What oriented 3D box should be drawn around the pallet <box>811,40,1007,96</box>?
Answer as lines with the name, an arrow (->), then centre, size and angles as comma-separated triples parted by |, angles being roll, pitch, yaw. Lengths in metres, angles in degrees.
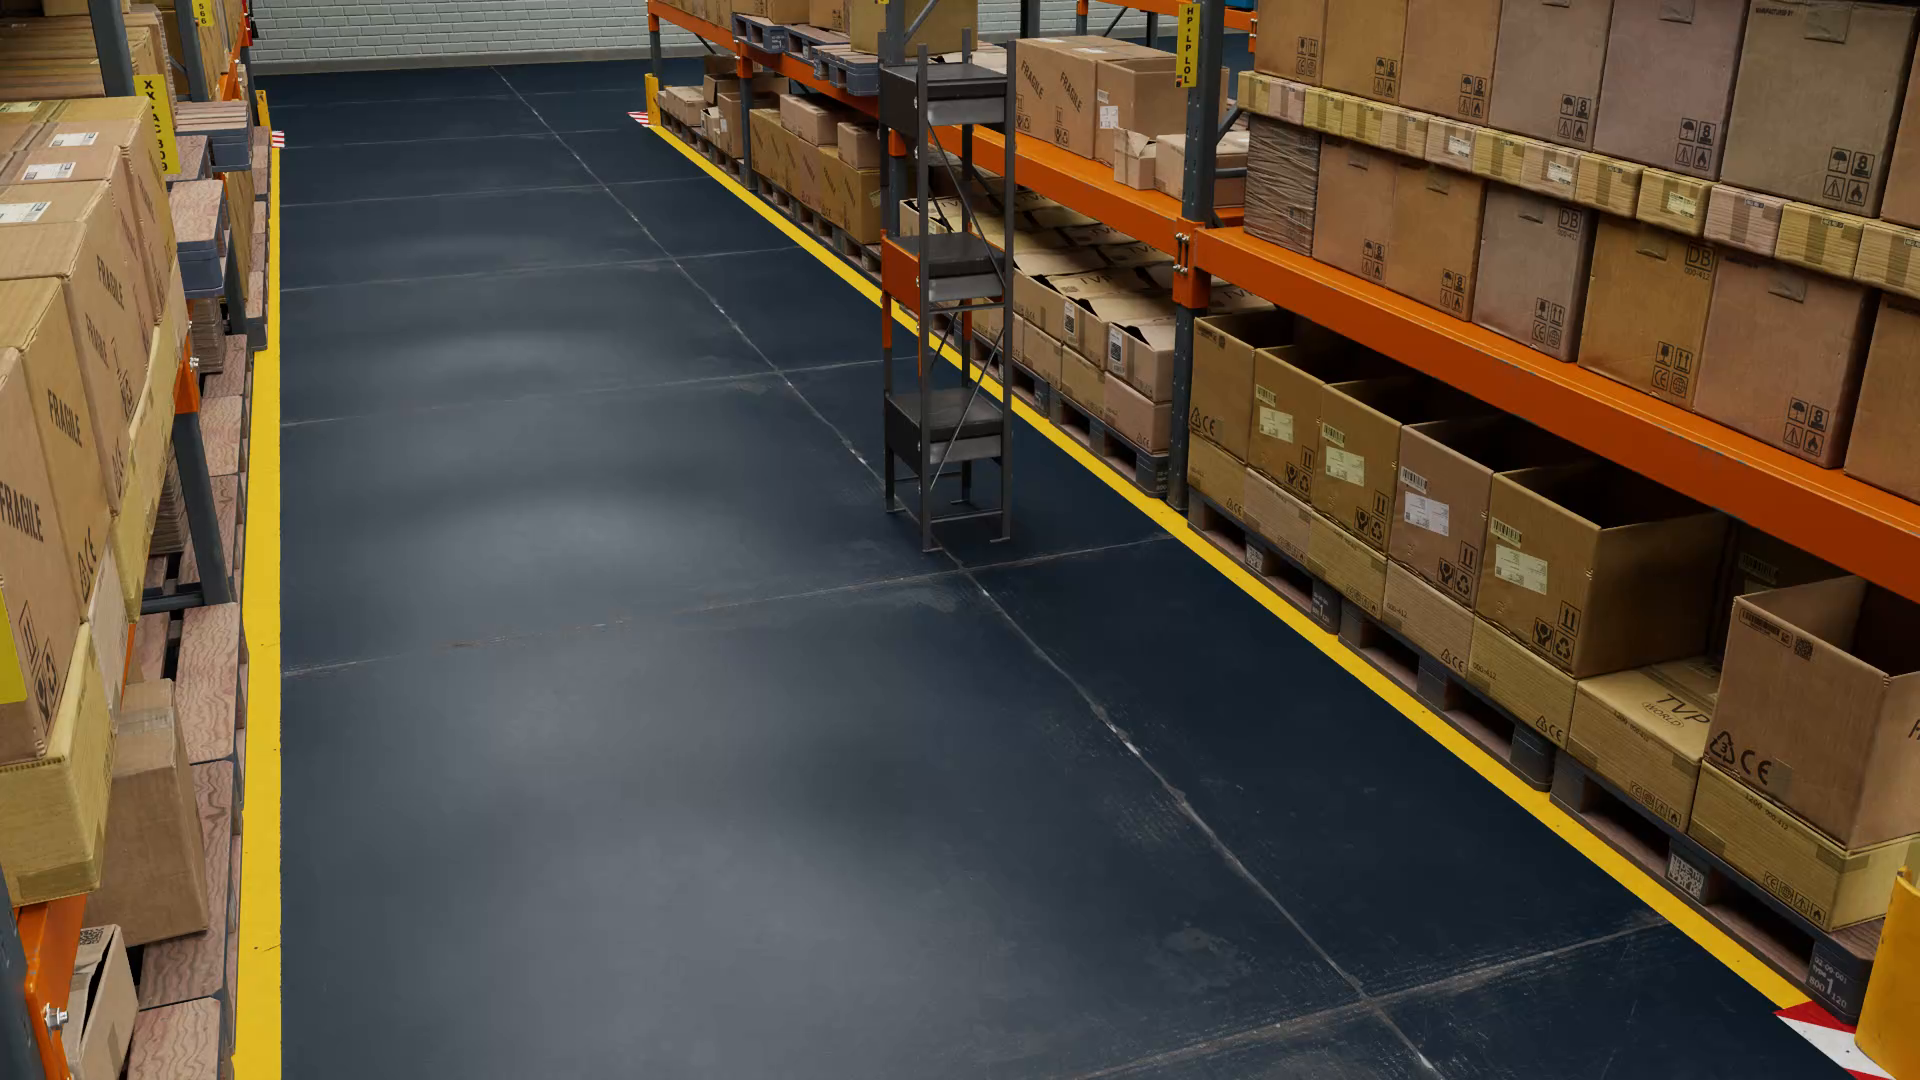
pallet -> -0.283, -3.196, 11.217 | 1.213, 0.211, 1.003 | -8, 24, -19

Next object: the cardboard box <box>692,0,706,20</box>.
cardboard box -> -2.174, -5.067, 15.281 | 0.500, 0.500, 0.500 | -8, 24, -18

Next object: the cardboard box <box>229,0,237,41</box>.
cardboard box -> -6.453, -4.423, 13.496 | 0.980, 0.700, 0.700 | -9, 24, -20

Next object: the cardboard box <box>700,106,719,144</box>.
cardboard box -> -2.122, -3.905, 15.549 | 0.500, 0.311, 0.500 | -8, 24, -19

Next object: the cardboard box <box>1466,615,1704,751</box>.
cardboard box -> 2.017, 0.417, 5.398 | 0.500, 0.250, 0.500 | -8, 24, -19

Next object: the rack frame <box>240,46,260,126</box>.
rack frame -> -7.437, -5.273, 15.899 | 1.000, 3.000, 0.127 | -8, 24, -19

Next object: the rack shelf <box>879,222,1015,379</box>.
rack shelf -> -0.058, -1.015, 6.990 | 0.431, 0.518, 0.480 | -8, 24, -19

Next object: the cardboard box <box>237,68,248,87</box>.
cardboard box -> -6.789, -4.259, 15.335 | 0.380, 0.149, 0.250 | -8, 24, -18

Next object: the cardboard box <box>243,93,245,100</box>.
cardboard box -> -6.741, -3.710, 14.867 | 0.700, 0.500, 0.500 | -9, 25, -21

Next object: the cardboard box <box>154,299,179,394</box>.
cardboard box -> -2.578, -0.540, 4.837 | 0.500, 0.250, 0.500 | -8, 24, -19

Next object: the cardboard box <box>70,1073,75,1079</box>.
cardboard box -> -1.945, 1.313, 3.168 | 0.500, 0.311, 0.500 | -11, 25, -25

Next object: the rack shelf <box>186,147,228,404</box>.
rack shelf -> -3.904, -1.308, 7.418 | 1.077, 0.370, 4.000 | -8, 24, -19

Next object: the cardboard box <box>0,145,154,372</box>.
cardboard box -> -2.392, -0.704, 4.261 | 0.500, 0.500, 0.500 | -9, 24, -21

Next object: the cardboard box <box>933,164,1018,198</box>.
cardboard box -> 0.129, -2.303, 11.504 | 0.500, 0.500, 0.500 | -7, 24, -17

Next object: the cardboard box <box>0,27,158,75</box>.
cardboard box -> -3.974, -1.996, 7.429 | 0.700, 0.500, 0.500 | -8, 24, -19

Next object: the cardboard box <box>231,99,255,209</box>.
cardboard box -> -5.672, -2.804, 12.269 | 0.750, 0.750, 0.750 | -8, 24, -18

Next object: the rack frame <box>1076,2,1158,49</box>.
rack frame -> 1.832, -6.632, 19.124 | 1.000, 3.000, 0.127 | -8, 24, -19

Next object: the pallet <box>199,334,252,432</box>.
pallet -> -4.336, -0.797, 8.870 | 1.003, 0.211, 1.213 | -8, 24, -19

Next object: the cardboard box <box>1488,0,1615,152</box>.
cardboard box -> 2.130, -1.530, 5.220 | 0.700, 0.500, 0.500 | -8, 24, -19

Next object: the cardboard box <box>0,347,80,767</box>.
cardboard box -> -1.672, 0.040, 2.495 | 0.500, 0.500, 0.500 | -8, 24, -19

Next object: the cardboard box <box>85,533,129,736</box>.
cardboard box -> -1.856, 0.193, 3.098 | 0.500, 0.250, 0.500 | -9, 25, -21

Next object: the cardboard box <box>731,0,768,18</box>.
cardboard box -> -1.432, -4.538, 13.484 | 0.700, 0.500, 0.500 | -18, 29, -36

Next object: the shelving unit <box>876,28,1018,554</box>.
shelving unit -> -0.058, -1.028, 6.985 | 0.431, 2.100, 0.503 | -8, 24, -19

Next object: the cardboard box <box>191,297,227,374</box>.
cardboard box -> -4.307, -1.163, 8.799 | 0.700, 0.500, 0.500 | -8, 24, -18

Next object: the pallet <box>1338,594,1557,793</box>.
pallet -> 2.112, 0.430, 5.959 | 1.003, 0.211, 1.213 | -8, 24, -19

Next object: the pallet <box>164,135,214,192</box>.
pallet -> -3.873, -1.564, 7.346 | 1.003, 0.211, 1.213 | -8, 24, -19

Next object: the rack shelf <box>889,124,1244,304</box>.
rack shelf -> 0.729, -1.989, 9.034 | 1.077, 0.370, 4.000 | -8, 24, -19

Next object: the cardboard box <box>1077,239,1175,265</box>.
cardboard box -> 0.978, -1.522, 9.276 | 0.500, 0.311, 0.500 | -8, 24, -18

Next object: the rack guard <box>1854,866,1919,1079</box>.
rack guard -> 2.857, 1.020, 4.186 | 1.175, 0.500, 0.348 | -8, 24, -19

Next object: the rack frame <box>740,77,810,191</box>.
rack frame -> -1.391, -4.501, 14.066 | 1.000, 3.000, 0.127 | -8, 24, -19

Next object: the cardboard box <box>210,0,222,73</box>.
cardboard box -> -4.893, -3.142, 10.306 | 0.500, 0.500, 0.500 | -8, 24, -19

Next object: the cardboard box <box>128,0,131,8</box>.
cardboard box -> -4.460, -2.793, 8.484 | 0.380, 0.149, 0.250 | -12, 26, -26

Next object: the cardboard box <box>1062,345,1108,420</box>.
cardboard box -> 0.841, -0.815, 8.322 | 0.500, 0.250, 0.500 | -9, 24, -20

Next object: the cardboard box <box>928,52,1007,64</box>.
cardboard box -> 0.110, -2.868, 10.308 | 0.500, 0.311, 0.500 | -7, 24, -16

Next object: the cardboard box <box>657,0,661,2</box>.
cardboard box -> -2.893, -5.803, 17.027 | 0.500, 0.500, 0.500 | -8, 24, -18

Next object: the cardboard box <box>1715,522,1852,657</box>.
cardboard box -> 2.689, 0.181, 4.994 | 0.500, 0.500, 0.500 | -8, 24, -19

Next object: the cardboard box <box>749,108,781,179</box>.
cardboard box -> -1.448, -3.342, 13.970 | 0.500, 0.500, 0.500 | -9, 25, -21

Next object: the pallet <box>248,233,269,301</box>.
pallet -> -5.246, -1.821, 11.298 | 1.003, 0.211, 1.213 | -8, 24, -19

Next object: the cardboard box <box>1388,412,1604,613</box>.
cardboard box -> 1.838, -0.110, 5.683 | 0.500, 0.500, 0.500 | -8, 24, -19

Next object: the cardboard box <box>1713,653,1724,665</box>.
cardboard box -> 2.687, 0.526, 5.139 | 0.500, 0.250, 0.500 | -8, 24, -19

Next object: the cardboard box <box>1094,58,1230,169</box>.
cardboard box -> 0.993, -2.113, 8.272 | 0.500, 0.500, 0.500 | -7, 24, -15

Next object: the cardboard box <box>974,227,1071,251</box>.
cardboard box -> 0.304, -1.626, 9.524 | 0.500, 0.311, 0.500 | -9, 24, -20

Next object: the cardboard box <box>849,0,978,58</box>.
cardboard box -> -0.305, -3.500, 11.023 | 0.700, 0.500, 0.500 | -18, 29, -36

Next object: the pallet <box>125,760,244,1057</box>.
pallet -> -2.492, 1.055, 4.475 | 1.003, 0.211, 1.213 | -8, 24, -19

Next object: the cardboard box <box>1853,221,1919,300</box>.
cardboard box -> 2.442, -0.693, 4.069 | 0.380, 0.149, 0.250 | -8, 24, -18

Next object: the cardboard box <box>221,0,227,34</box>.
cardboard box -> -5.625, -3.879, 12.054 | 0.500, 0.500, 0.500 | -9, 24, -20

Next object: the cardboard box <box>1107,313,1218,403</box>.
cardboard box -> 1.024, -0.887, 7.769 | 0.500, 0.311, 0.500 | -8, 24, -19

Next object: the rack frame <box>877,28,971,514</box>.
rack frame -> -0.145, -1.116, 7.195 | 0.400, 2.100, 0.015 | -8, 24, -19

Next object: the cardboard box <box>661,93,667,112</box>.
cardboard box -> -2.889, -4.561, 17.291 | 0.380, 0.166, 0.250 | -8, 24, -19

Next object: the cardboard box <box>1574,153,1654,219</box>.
cardboard box -> 2.077, -1.069, 4.959 | 0.380, 0.149, 0.250 | -8, 24, -18

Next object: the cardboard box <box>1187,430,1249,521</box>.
cardboard box -> 1.316, -0.310, 7.124 | 0.500, 0.250, 0.500 | -8, 24, -19

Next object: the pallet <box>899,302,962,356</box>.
pallet -> 0.277, -1.458, 10.437 | 1.003, 0.211, 1.213 | -8, 24, -19

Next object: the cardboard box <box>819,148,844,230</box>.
cardboard box -> -0.710, -2.594, 12.194 | 0.500, 0.500, 0.500 | -9, 25, -21

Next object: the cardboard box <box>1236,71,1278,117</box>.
cardboard box -> 1.349, -1.815, 6.730 | 0.380, 0.149, 0.250 | -8, 24, -19

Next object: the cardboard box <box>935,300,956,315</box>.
cardboard box -> 0.111, -1.561, 10.091 | 0.500, 0.250, 0.500 | -9, 24, -20

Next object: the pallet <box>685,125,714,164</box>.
pallet -> -2.067, -3.909, 16.254 | 1.003, 0.211, 1.213 | -8, 24, -19

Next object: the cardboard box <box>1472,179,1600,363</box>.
cardboard box -> 2.146, -0.920, 5.442 | 0.700, 0.500, 0.500 | -8, 24, -17

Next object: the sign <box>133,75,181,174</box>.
sign -> -2.692, -1.389, 5.569 | 0.100, 0.325, 0.005 | -8, 24, -19

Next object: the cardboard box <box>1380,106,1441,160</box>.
cardboard box -> 1.711, -1.444, 5.849 | 0.380, 0.149, 0.250 | -9, 25, -21

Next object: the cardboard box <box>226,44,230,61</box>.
cardboard box -> -5.528, -3.541, 12.086 | 0.380, 0.149, 0.250 | -8, 24, -18
